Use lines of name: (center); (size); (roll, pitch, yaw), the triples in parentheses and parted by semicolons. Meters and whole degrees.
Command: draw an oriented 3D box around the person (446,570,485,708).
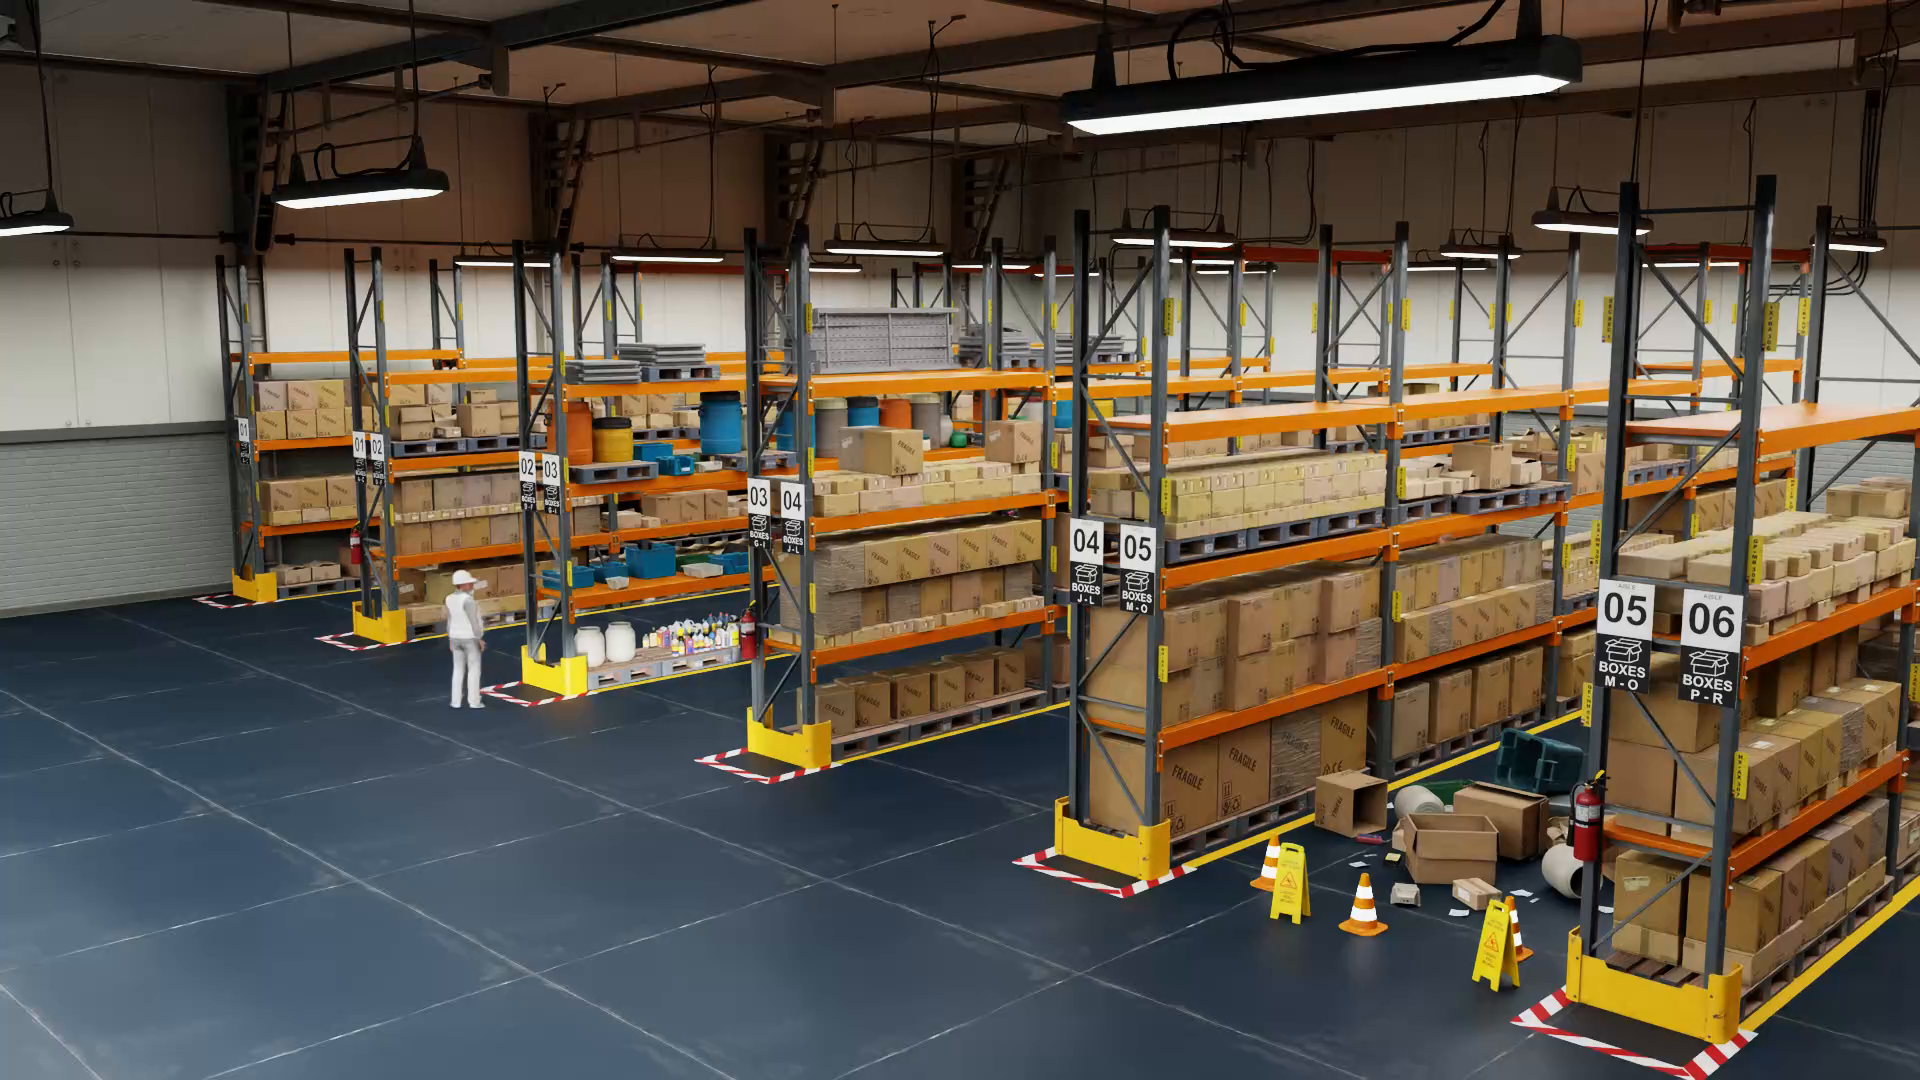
person: (-6.348, 1.278, 21.358); (0.549, 1.806, 0.390); (5, 9, 29)

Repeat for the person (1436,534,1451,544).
person: (7.410, 0.737, 25.338); (0.573, 1.683, 0.857); (7, 11, 41)
